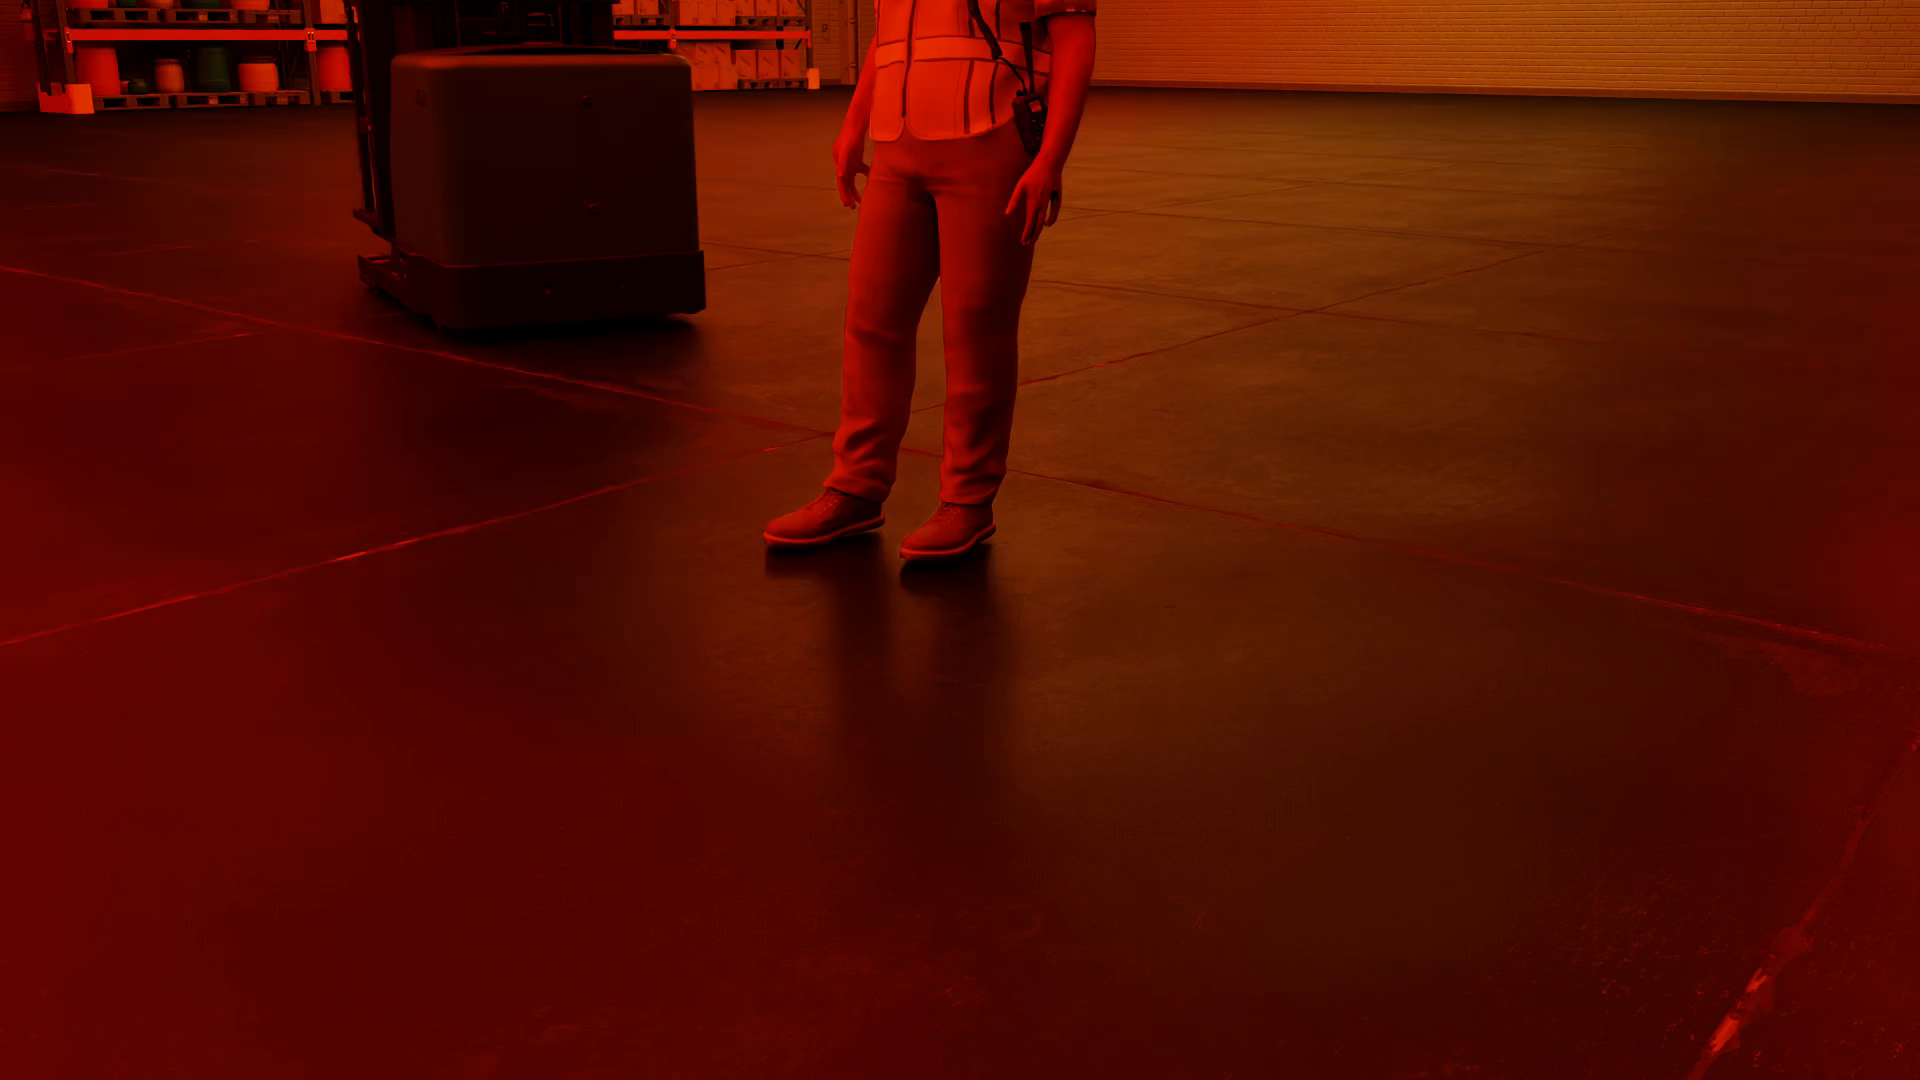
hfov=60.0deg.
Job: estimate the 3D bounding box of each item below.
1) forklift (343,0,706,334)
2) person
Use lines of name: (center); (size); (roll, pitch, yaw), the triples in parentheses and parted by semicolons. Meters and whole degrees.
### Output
forklift: (-2.183, -2.587, 7.416); (1.130, 2.935, 3.031); (-9, 19, -27)
person: (-0.059, -0.844, 3.631); (0.640, 1.781, 0.575); (13, 21, 37)
